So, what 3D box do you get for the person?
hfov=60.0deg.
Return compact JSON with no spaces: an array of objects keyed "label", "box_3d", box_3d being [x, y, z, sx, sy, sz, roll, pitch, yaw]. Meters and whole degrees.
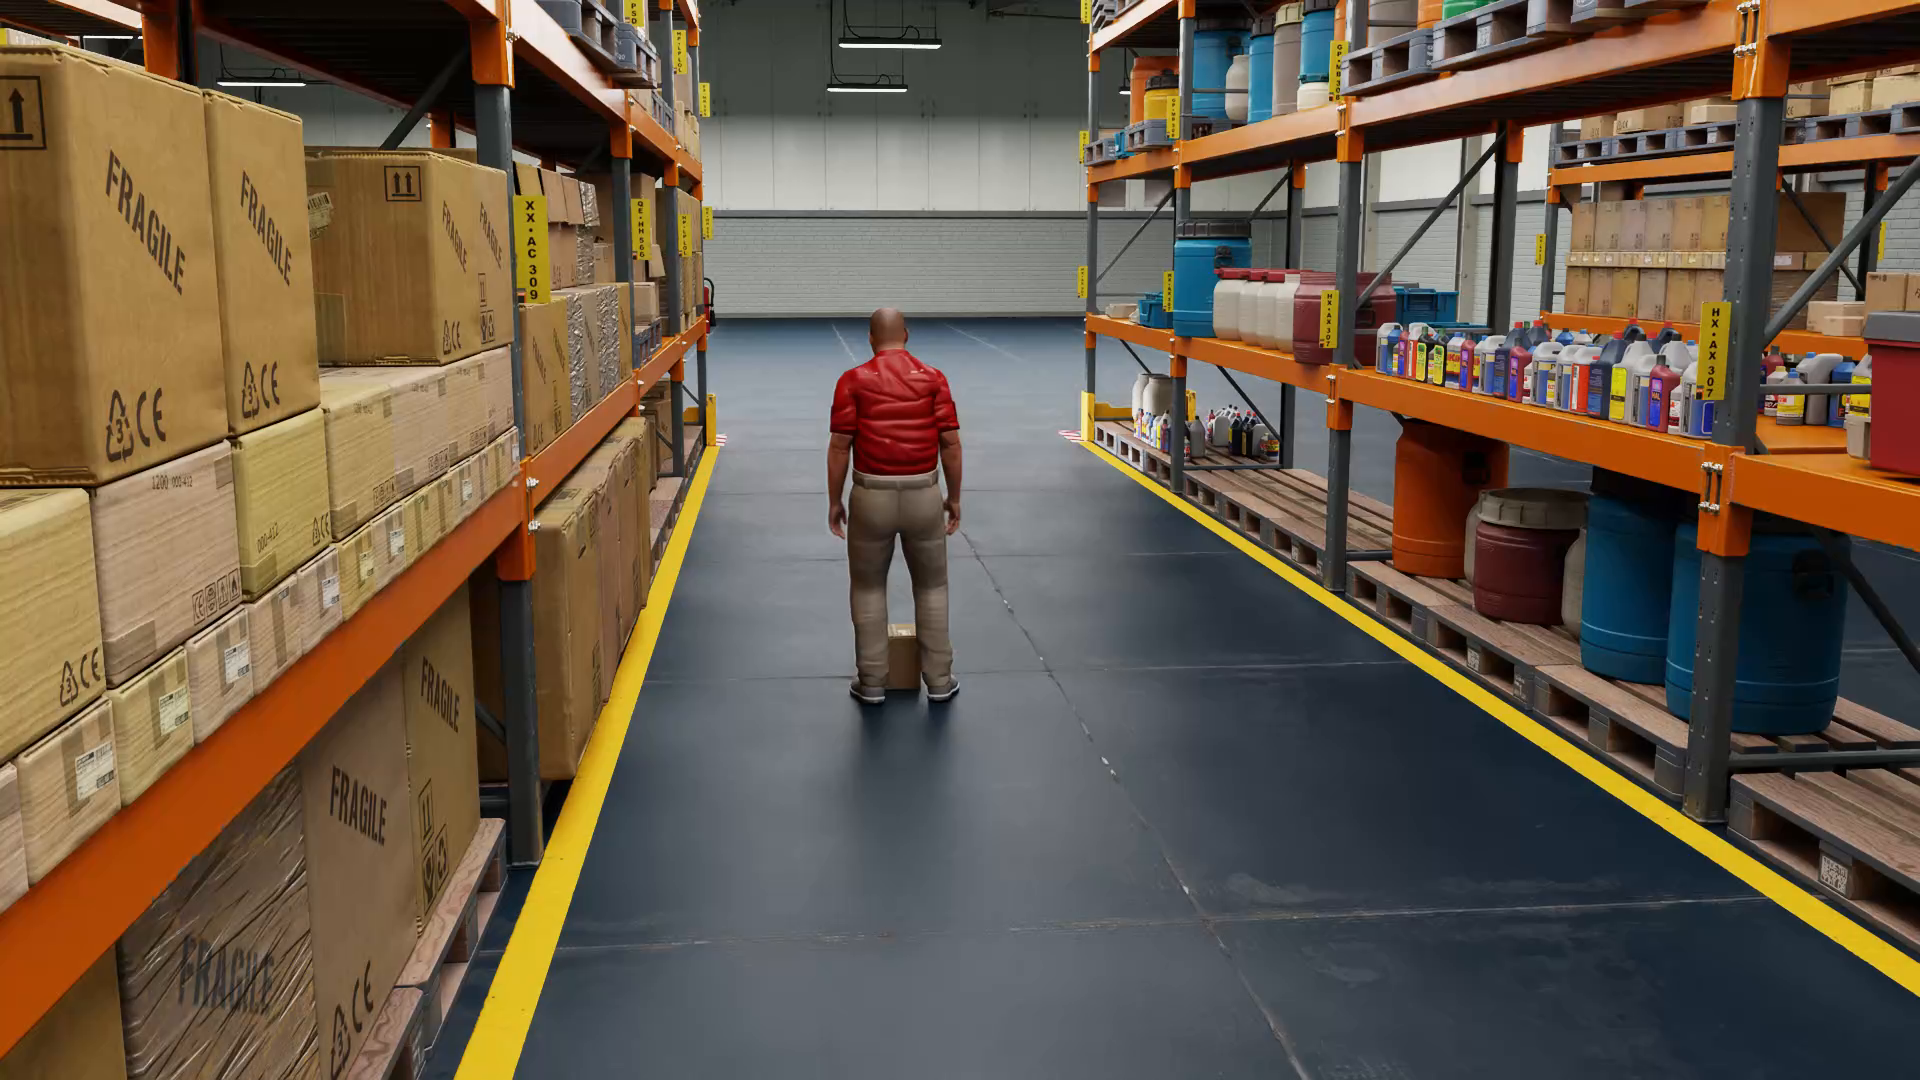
[{"label":"person","box_3d":[-0.283,-0.148,7.288,0.593,1.726,0.387,-1,10,-7]}]
